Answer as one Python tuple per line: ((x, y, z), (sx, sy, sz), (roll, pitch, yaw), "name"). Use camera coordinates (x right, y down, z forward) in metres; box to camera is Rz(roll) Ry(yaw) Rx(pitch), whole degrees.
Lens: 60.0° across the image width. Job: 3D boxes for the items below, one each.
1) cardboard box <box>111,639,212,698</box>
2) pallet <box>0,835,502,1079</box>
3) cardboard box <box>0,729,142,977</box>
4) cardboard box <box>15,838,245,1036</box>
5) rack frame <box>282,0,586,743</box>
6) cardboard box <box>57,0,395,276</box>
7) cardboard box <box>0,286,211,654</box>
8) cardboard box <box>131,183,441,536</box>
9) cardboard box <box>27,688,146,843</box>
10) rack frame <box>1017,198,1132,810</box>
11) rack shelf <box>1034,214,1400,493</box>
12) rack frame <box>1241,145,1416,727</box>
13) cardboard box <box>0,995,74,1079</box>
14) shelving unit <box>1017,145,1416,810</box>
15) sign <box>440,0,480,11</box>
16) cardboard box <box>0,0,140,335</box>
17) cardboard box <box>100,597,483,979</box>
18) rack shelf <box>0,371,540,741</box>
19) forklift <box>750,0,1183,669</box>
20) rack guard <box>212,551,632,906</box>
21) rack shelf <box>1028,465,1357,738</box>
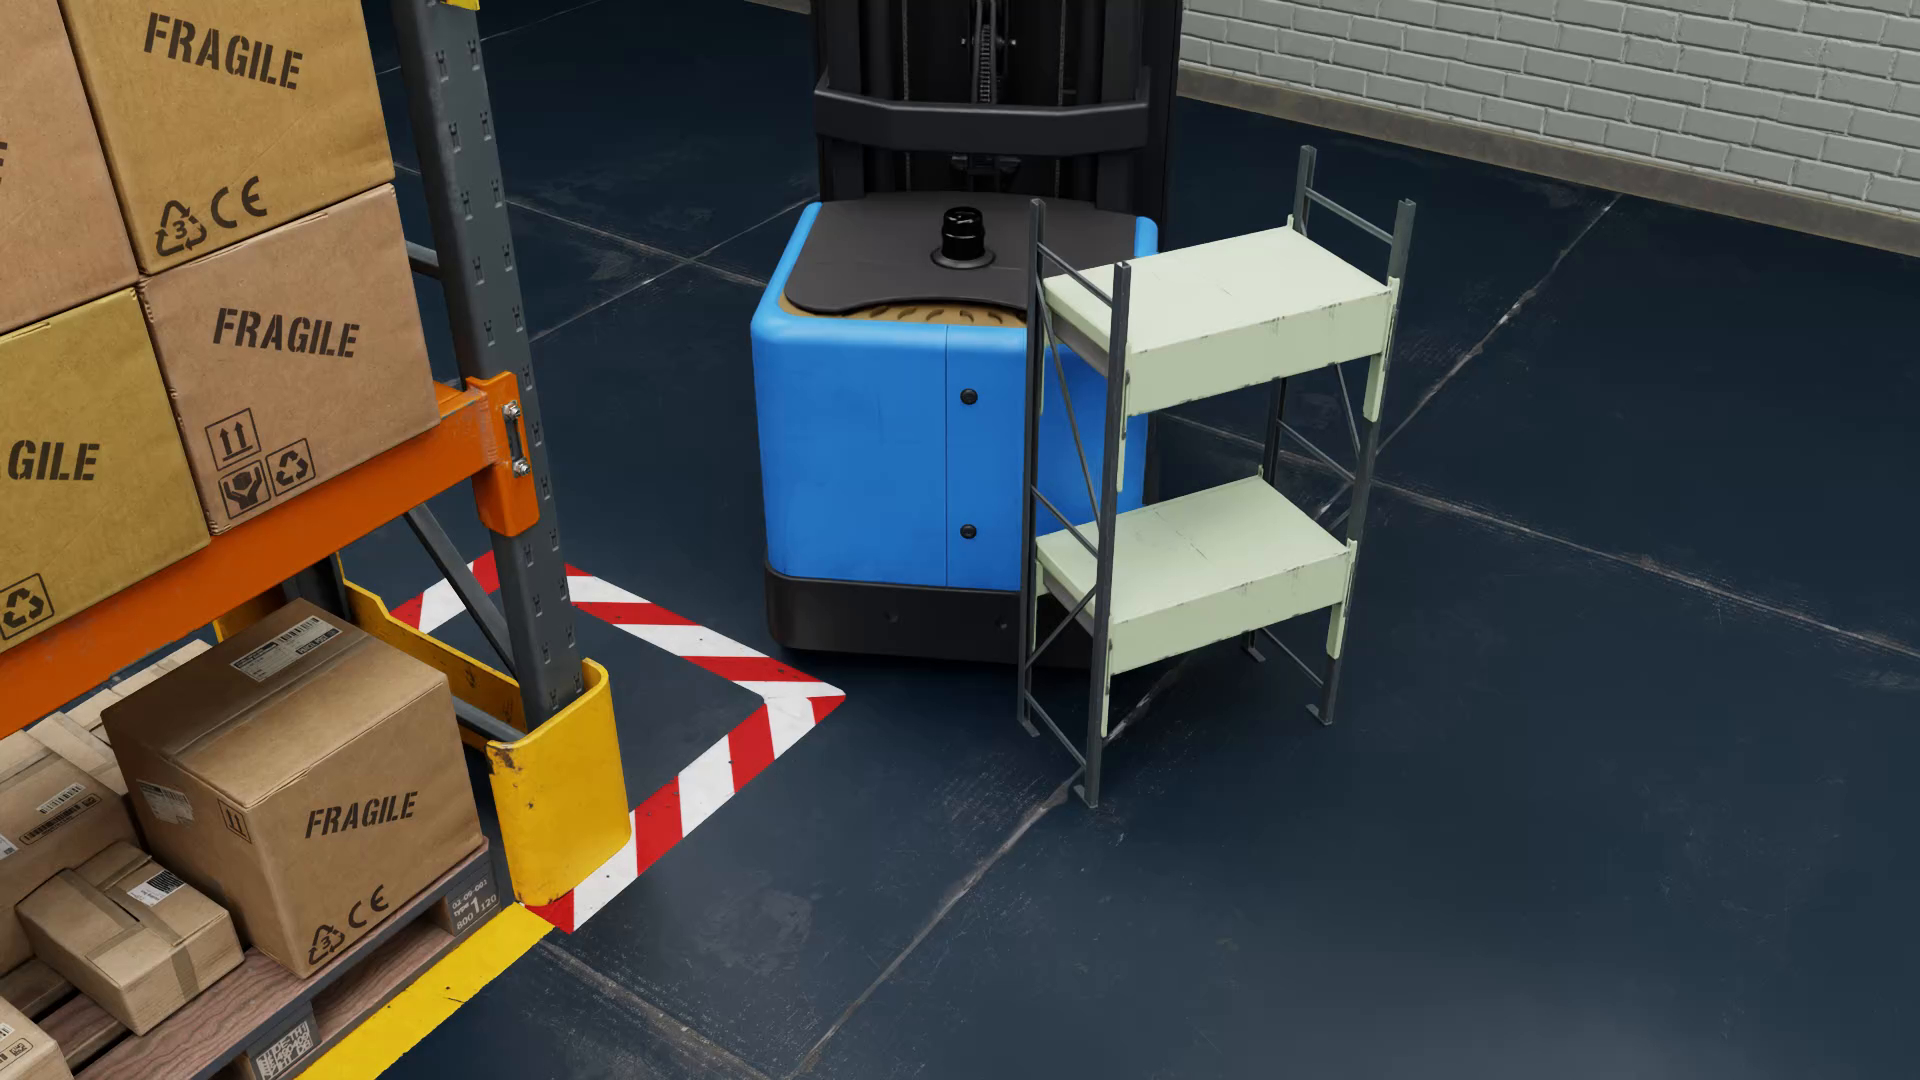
((-1.852, 0.426, 4.095), (0.380, 0.149, 0.250), (21, 39, 28), "cardboard box")
((-1.828, 0.901, 3.729), (1.003, 0.211, 1.213), (21, 39, 28), "pallet")
((-2.159, 0.690, 3.613), (0.500, 0.250, 0.500), (21, 39, 28), "cardboard box")
((-1.743, 0.822, 3.493), (0.380, 0.166, 0.250), (21, 39, 28), "cardboard box")
((-1.331, -0.656, 3.542), (1.000, 3.000, 0.127), (21, 39, 28), "rack frame")
((-1.359, -0.819, 2.802), (0.500, 0.500, 0.500), (21, 39, 28), "cardboard box")
((-1.655, -0.165, 2.726), (0.500, 0.500, 0.500), (22, 40, 29), "cardboard box")
((-1.363, -0.404, 3.081), (0.500, 0.500, 0.500), (23, 40, 30), "cardboard box")
((-1.994, 0.533, 3.920), (0.380, 0.166, 0.250), (21, 39, 28), "cardboard box")
((0.253, -0.036, 3.964), (0.023, 1.500, 0.400), (-16, 37, -22), "rack frame")
((0.581, -0.450, 3.880), (0.720, 0.370, 0.431), (-16, 37, -22), "rack shelf")
((0.909, -0.218, 4.234), (0.023, 1.500, 0.400), (-16, 37, -22), "rack frame")
((-2.005, 1.057, 3.071), (0.500, 0.250, 0.500), (21, 39, 28), "cardboard box")
((0.581, -0.127, 4.099), (0.755, 1.500, 0.431), (-16, 37, -22), "shelving unit")
((-0.886, -1.080, 2.854), (0.100, 0.325, 0.005), (21, 39, 28), "sign")
((-1.646, -0.586, 2.457), (0.500, 0.500, 0.500), (22, 40, 29), "cardboard box")
((-1.438, 0.526, 3.633), (0.500, 0.500, 0.500), (21, 39, 28), "cardboard box")
((-2.471, 0.562, 2.383), (1.077, 0.370, 4.000), (21, 39, 28), "rack shelf")
((0.134, -1.665, 5.095), (1.130, 2.935, 3.031), (4, 34, 5), "forklift")
((-1.374, 0.414, 4.191), (1.175, 0.500, 0.348), (21, 39, 28), "rack guard")
((0.581, 0.143, 4.282), (0.720, 0.370, 0.431), (-16, 37, -22), "rack shelf")
